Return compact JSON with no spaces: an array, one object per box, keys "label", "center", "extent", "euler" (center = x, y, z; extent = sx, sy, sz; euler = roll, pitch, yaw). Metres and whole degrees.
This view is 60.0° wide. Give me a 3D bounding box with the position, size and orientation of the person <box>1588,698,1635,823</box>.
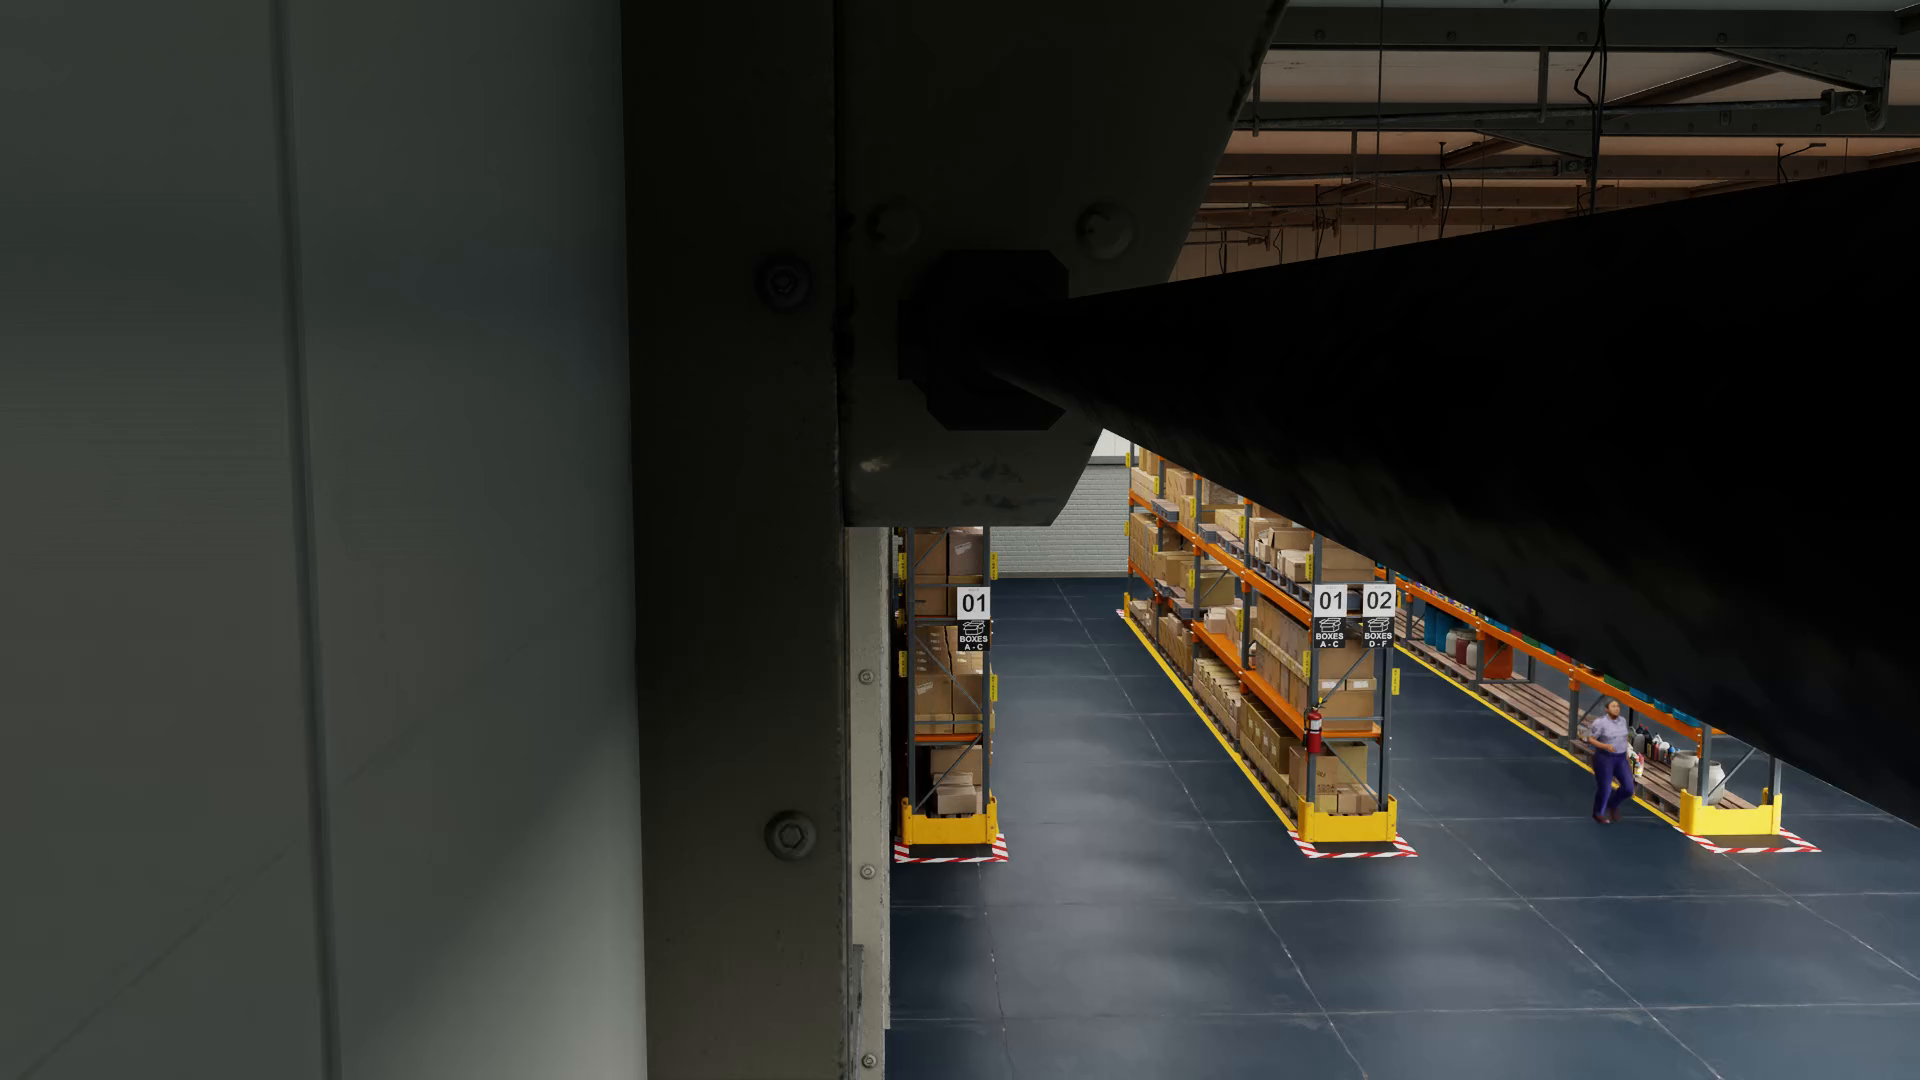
[{"label":"person","center":[8.317,2.827,21.158],"extent":[0.600,1.621,0.538],"euler":[-1,7,-10]}]
